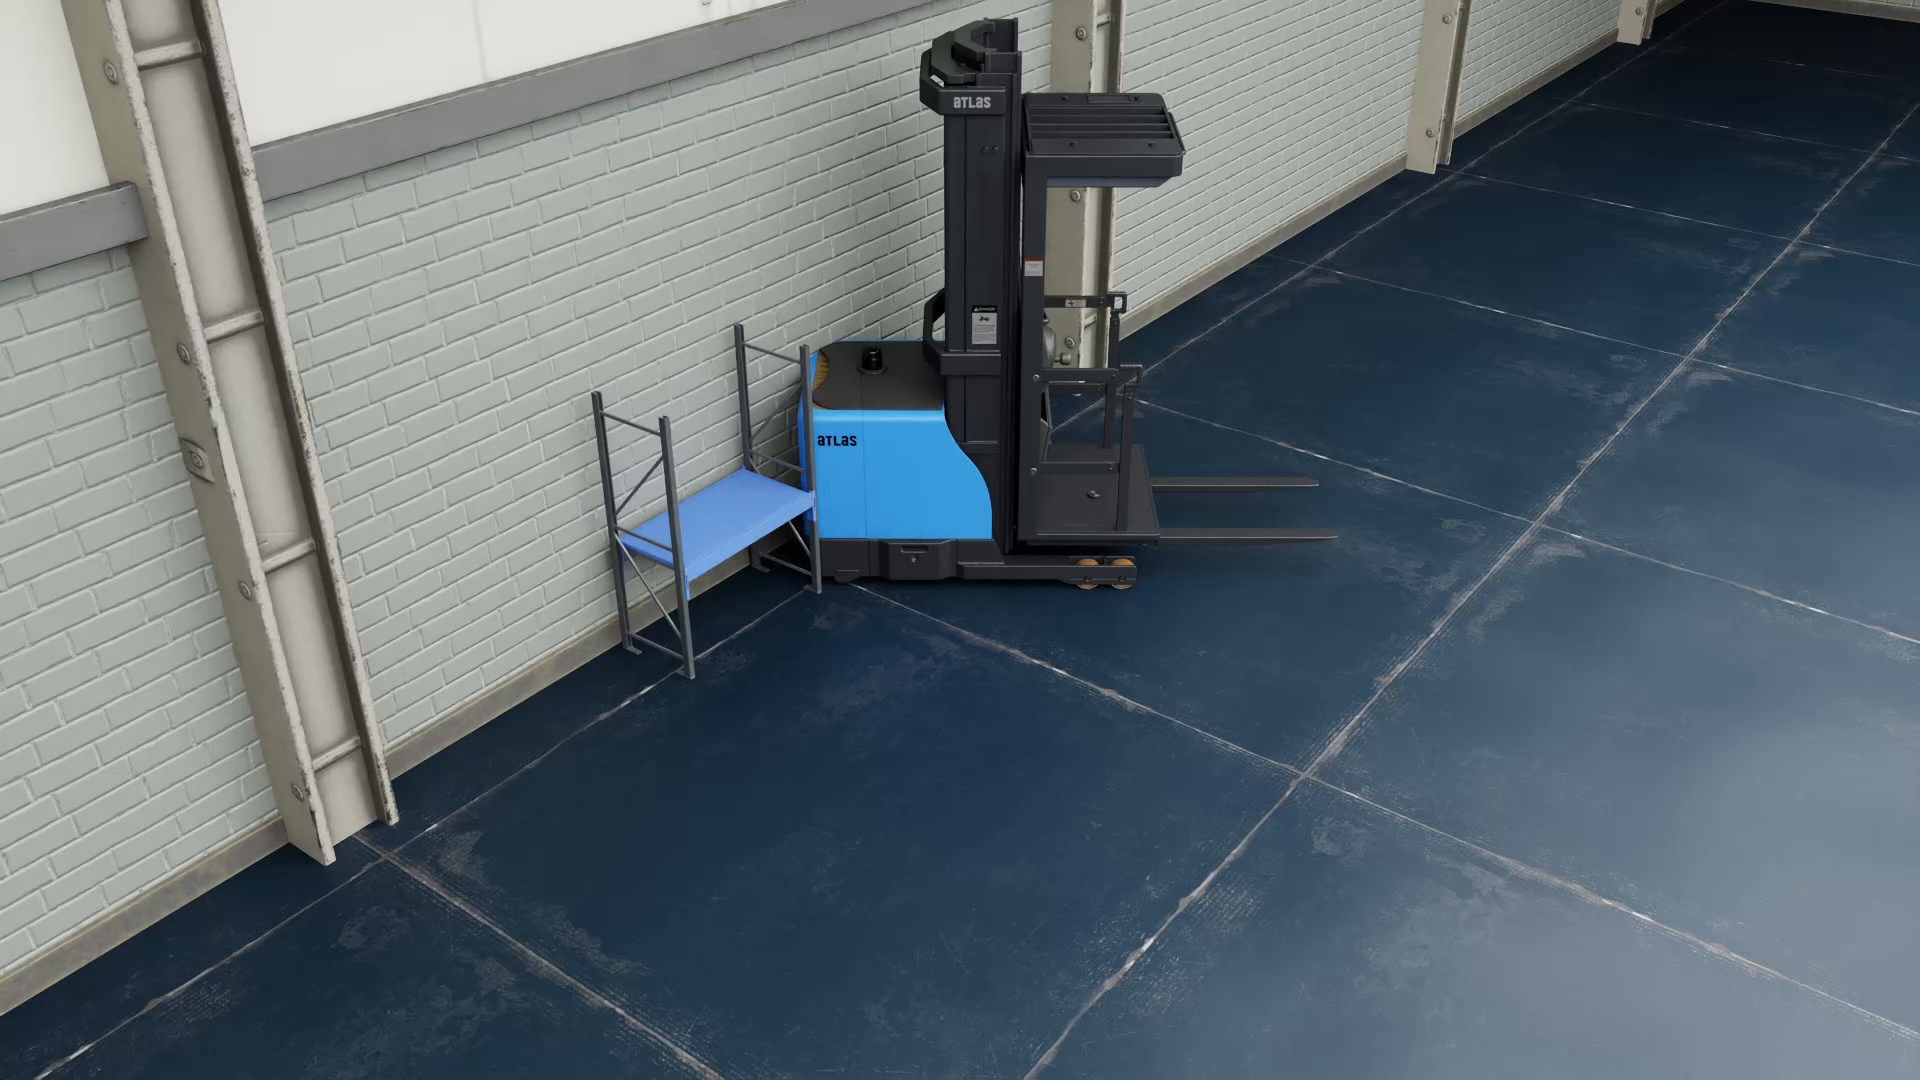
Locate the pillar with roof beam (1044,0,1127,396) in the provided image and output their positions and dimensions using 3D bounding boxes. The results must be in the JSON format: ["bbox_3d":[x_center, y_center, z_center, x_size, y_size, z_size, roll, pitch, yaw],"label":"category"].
[{"bbox_3d":[4.240,-3.667,7.169,9.100,9.000,0.400,21,37,31],"label":"pillar with roof beam"}]

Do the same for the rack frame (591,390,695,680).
[{"bbox_3d":[-1.582,-0.003,8.341,0.500,1.500,0.032,20,36,30],"label":"rack frame"}]

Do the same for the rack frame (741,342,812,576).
[{"bbox_3d":[-0.986,-0.423,9.050,0.475,1.308,0.013,20,36,30],"label":"rack frame"}]

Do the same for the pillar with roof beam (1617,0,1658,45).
[{"bbox_3d":[11.484,-8.545,15.399,9.100,9.000,0.400,21,37,31],"label":"pillar with roof beam"}]

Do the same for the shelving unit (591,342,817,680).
[{"bbox_3d":[-1.286,-0.211,8.691,0.538,1.500,1.039,20,36,30],"label":"shelving unit"}]

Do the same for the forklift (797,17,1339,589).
[{"bbox_3d":[0.630,-1.260,9.058,3.031,2.935,1.130,0,31,0],"label":"forklift"}]

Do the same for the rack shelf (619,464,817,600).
[{"bbox_3d":[-1.283,-0.058,8.786,0.538,0.185,1.000,20,36,30],"label":"rack shelf"}]

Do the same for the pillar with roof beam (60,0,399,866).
[{"bbox_3d":[0.619,-1.229,3.054,9.100,9.000,0.400,21,37,31],"label":"pillar with roof beam"}]

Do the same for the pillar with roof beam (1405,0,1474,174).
[{"bbox_3d":[7.862,-6.106,11.284,9.100,9.000,0.400,21,37,31],"label":"pillar with roof beam"}]
